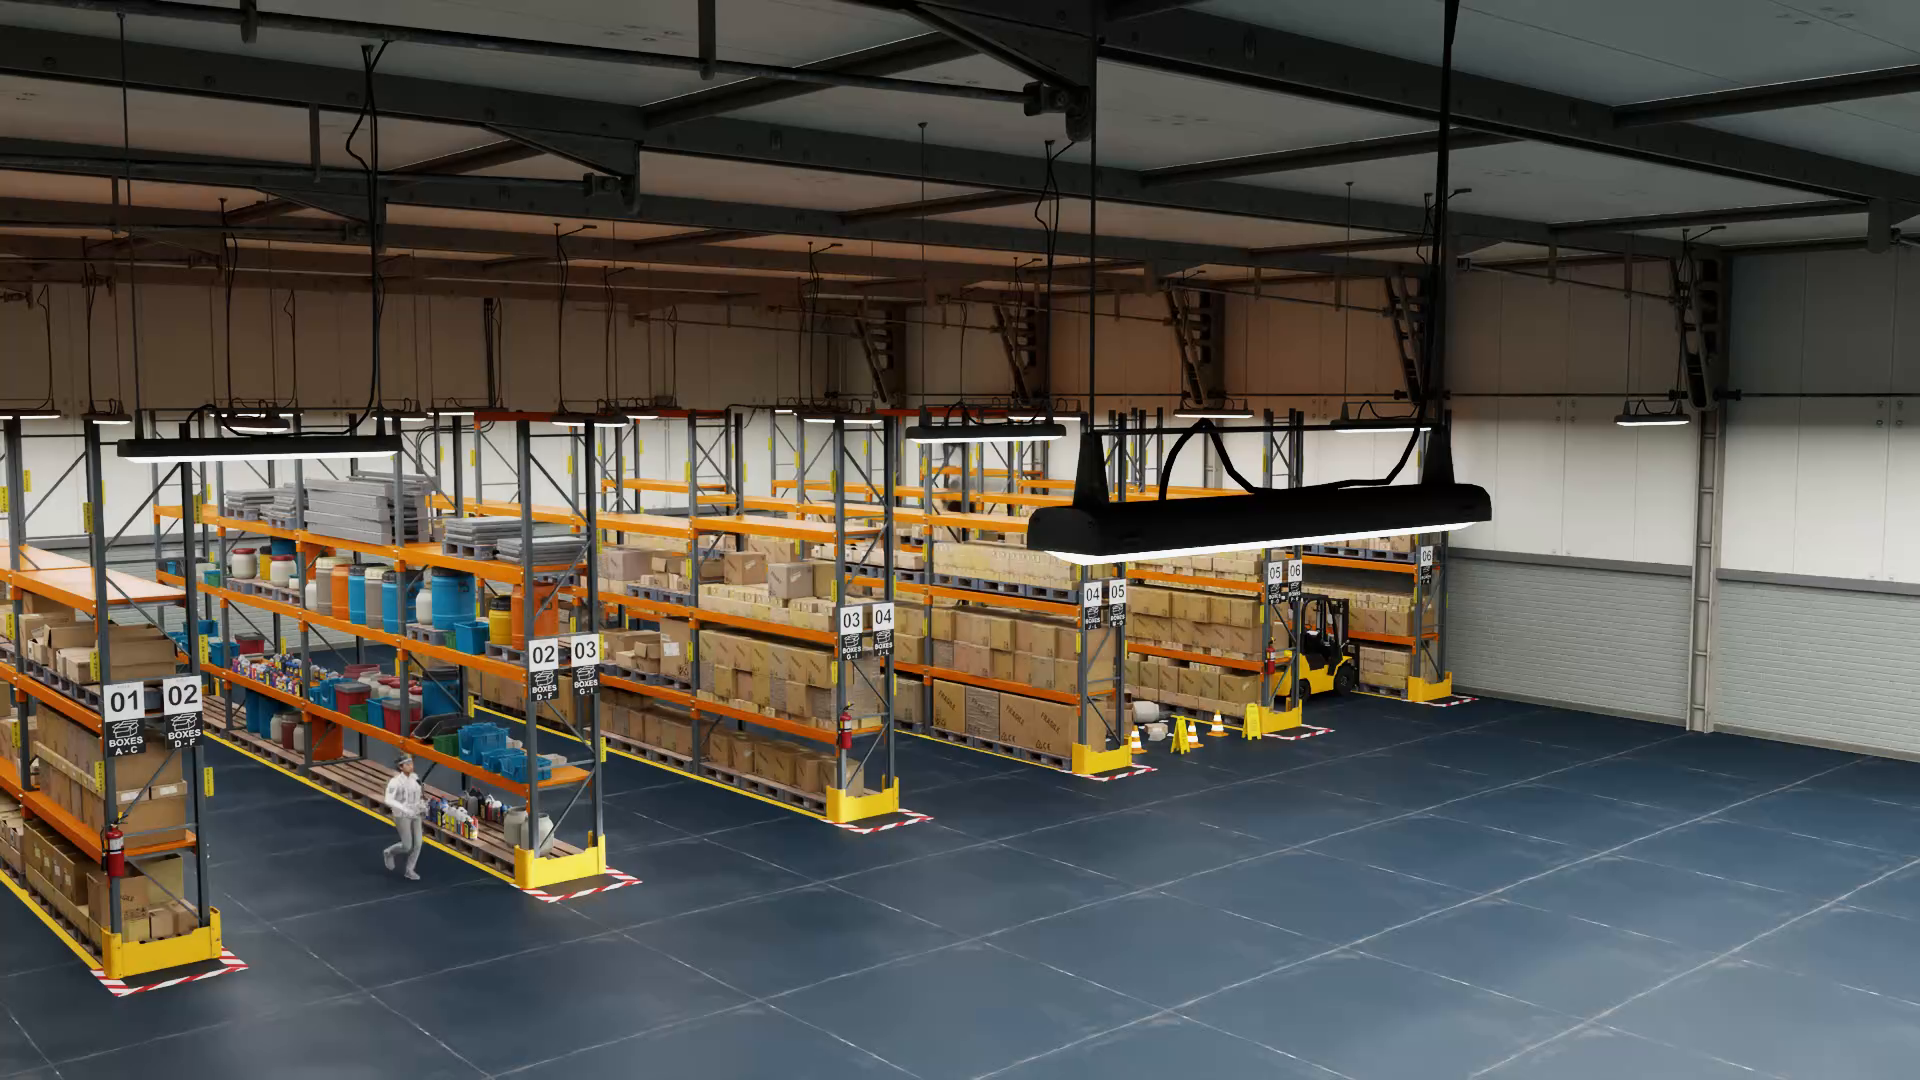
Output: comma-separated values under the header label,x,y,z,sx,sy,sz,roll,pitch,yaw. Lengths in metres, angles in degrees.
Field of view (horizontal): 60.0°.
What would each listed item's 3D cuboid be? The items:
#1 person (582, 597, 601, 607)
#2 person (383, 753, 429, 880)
label,x,y,z,sx,sy,sz,roll,pitch,yaw
person,-9.187,1.923,40.910,0.710,1.654,0.678,1,5,6
person,-7.235,3.598,21.739,0.558,1.649,0.609,3,6,29
